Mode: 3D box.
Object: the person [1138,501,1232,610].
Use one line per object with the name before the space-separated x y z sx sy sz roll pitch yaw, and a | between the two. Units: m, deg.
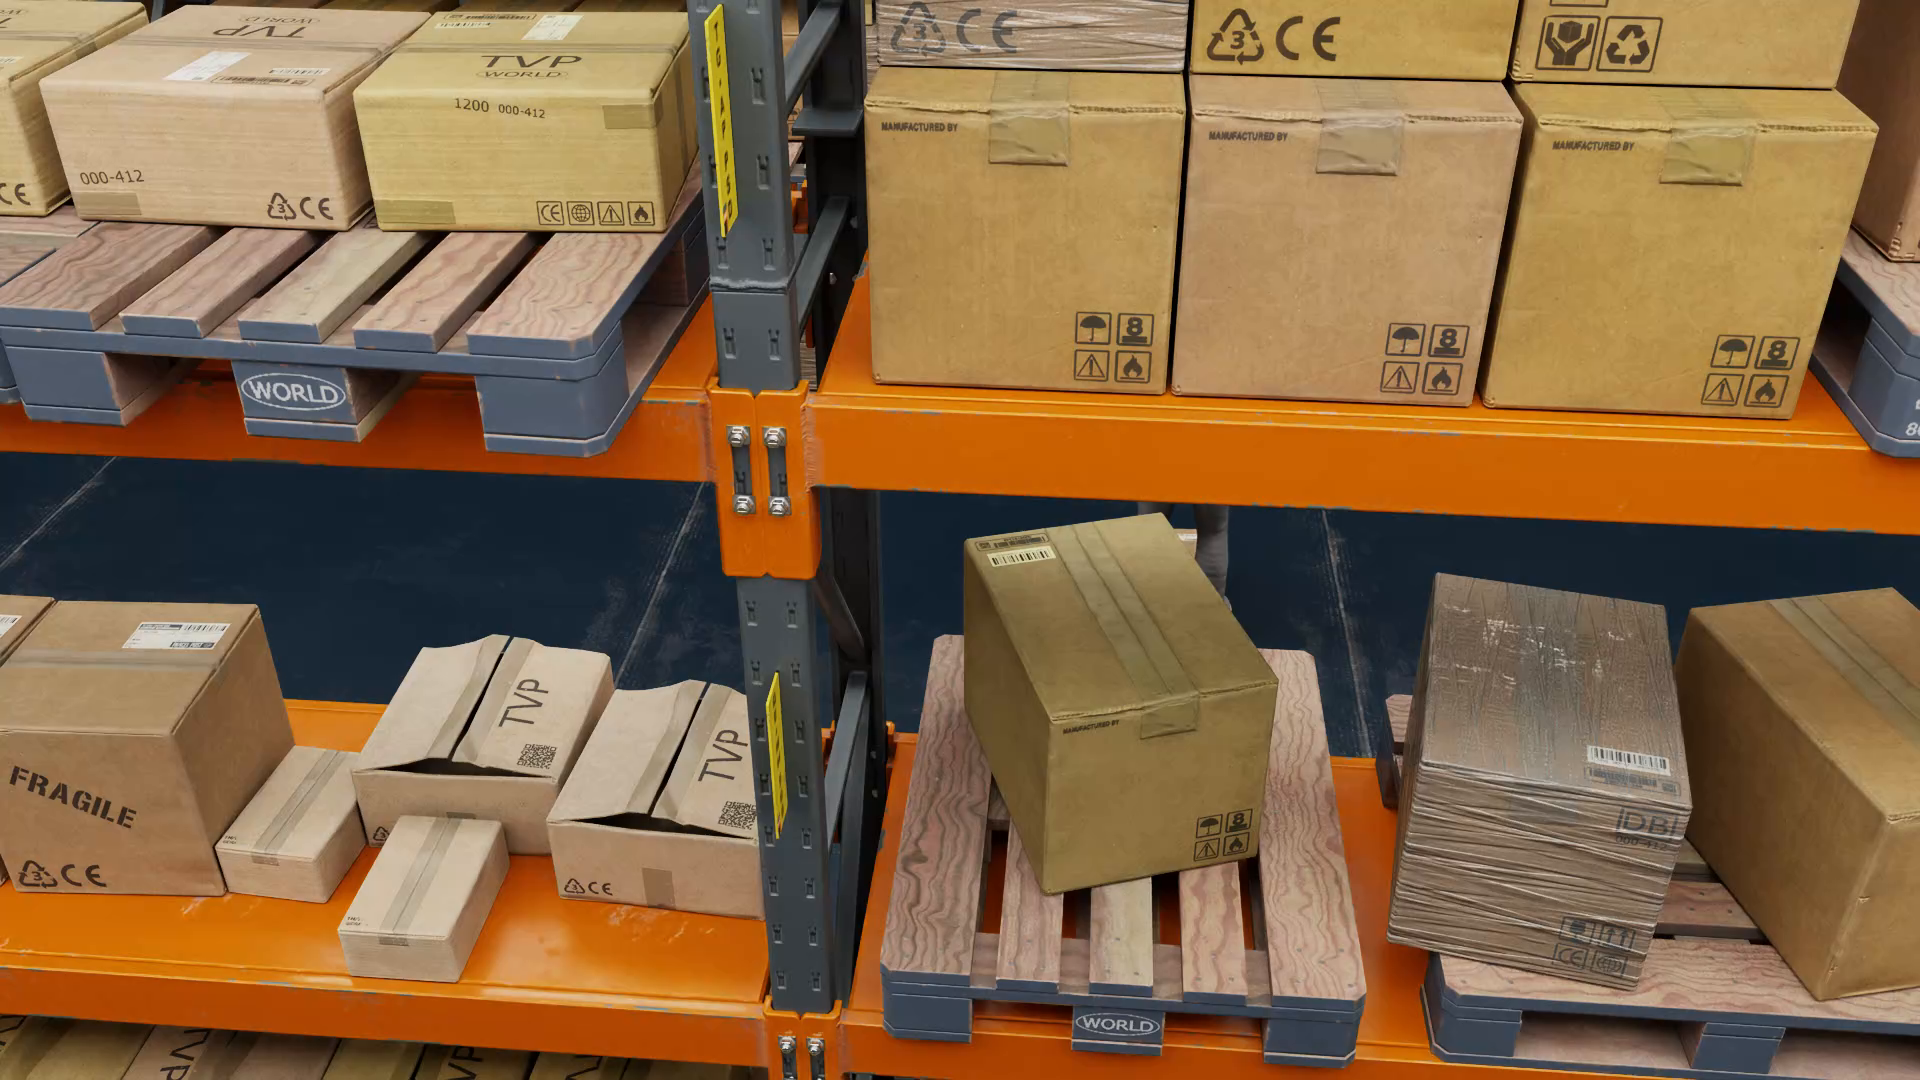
person | 0.913 -0.351 6.695 0.507 1.660 0.394 3 32 4
